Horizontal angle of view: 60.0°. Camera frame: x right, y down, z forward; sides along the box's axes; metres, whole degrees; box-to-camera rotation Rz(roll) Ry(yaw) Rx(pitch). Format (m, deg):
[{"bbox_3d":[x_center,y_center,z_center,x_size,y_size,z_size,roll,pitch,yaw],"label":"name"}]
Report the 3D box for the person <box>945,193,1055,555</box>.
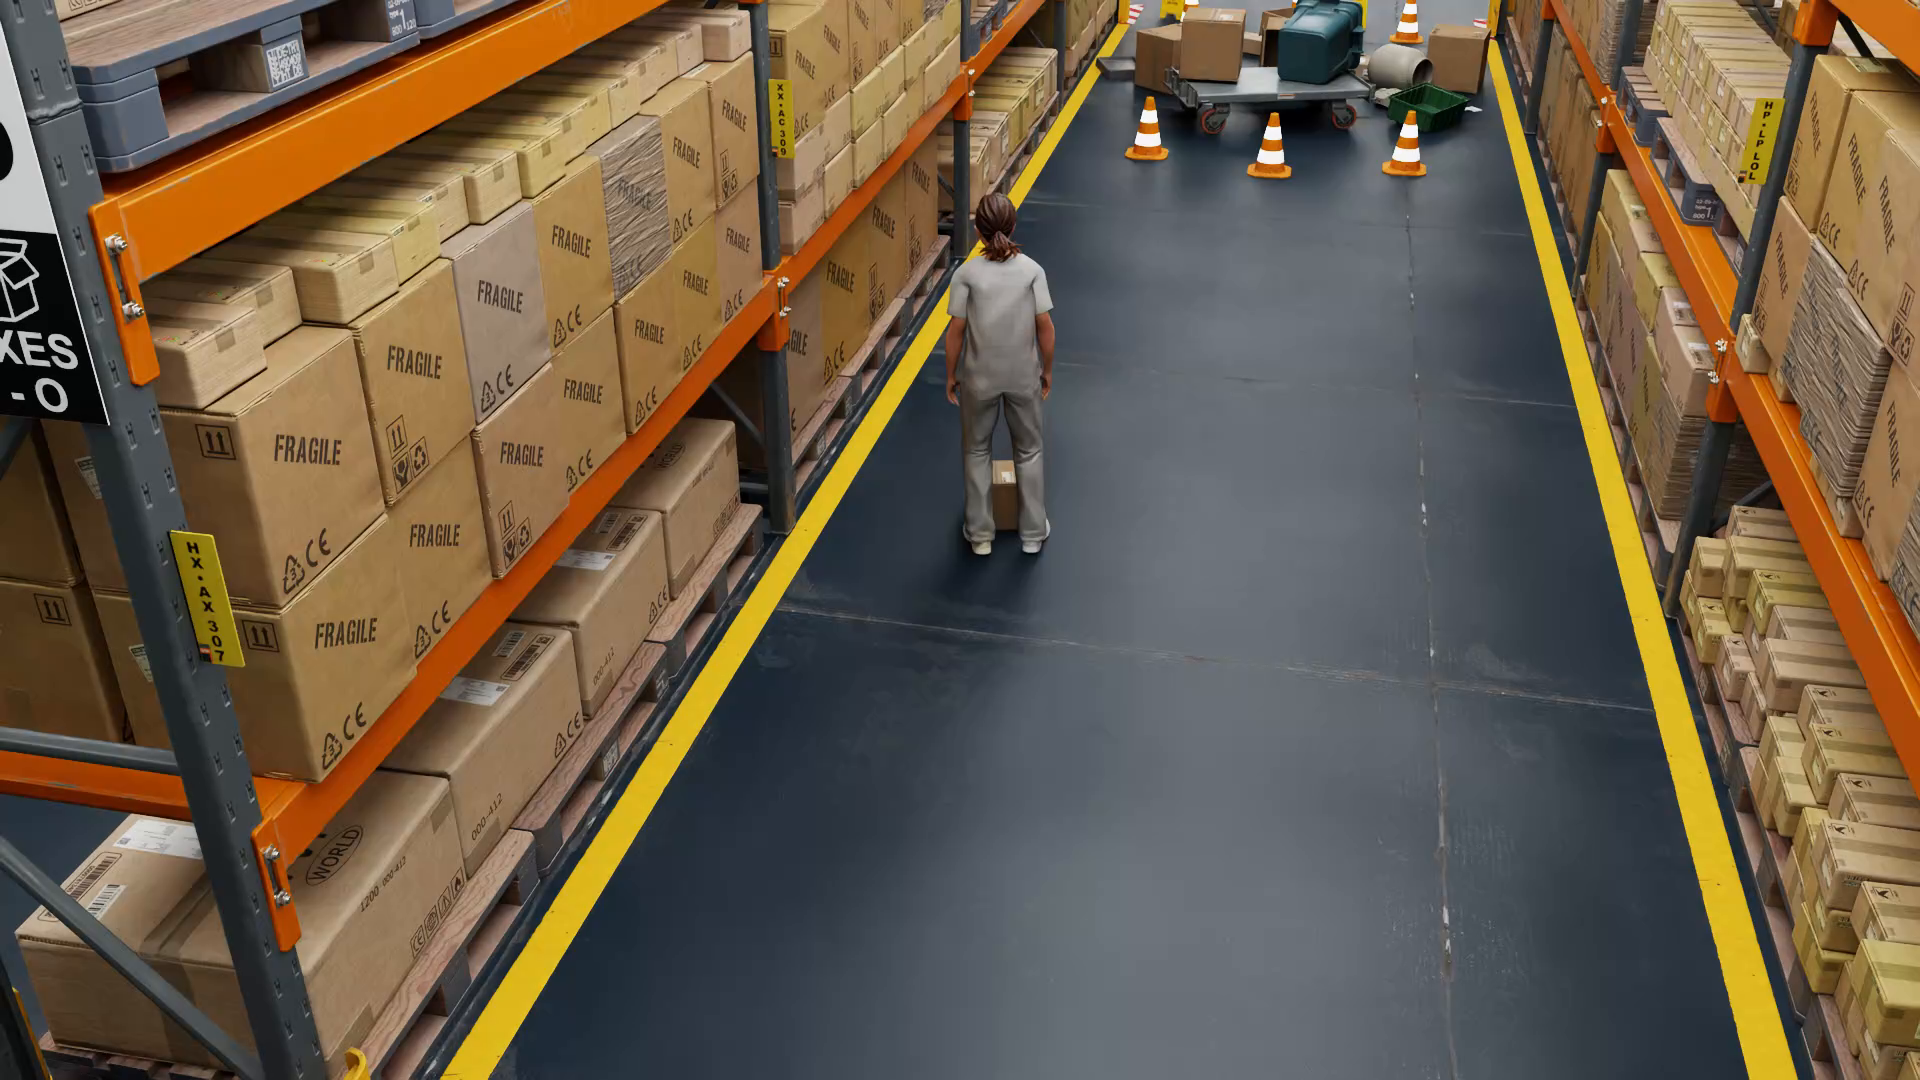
[{"bbox_3d":[0.184,-0.717,7.426,0.508,1.671,0.362,-2,29,-4],"label":"person"}]
